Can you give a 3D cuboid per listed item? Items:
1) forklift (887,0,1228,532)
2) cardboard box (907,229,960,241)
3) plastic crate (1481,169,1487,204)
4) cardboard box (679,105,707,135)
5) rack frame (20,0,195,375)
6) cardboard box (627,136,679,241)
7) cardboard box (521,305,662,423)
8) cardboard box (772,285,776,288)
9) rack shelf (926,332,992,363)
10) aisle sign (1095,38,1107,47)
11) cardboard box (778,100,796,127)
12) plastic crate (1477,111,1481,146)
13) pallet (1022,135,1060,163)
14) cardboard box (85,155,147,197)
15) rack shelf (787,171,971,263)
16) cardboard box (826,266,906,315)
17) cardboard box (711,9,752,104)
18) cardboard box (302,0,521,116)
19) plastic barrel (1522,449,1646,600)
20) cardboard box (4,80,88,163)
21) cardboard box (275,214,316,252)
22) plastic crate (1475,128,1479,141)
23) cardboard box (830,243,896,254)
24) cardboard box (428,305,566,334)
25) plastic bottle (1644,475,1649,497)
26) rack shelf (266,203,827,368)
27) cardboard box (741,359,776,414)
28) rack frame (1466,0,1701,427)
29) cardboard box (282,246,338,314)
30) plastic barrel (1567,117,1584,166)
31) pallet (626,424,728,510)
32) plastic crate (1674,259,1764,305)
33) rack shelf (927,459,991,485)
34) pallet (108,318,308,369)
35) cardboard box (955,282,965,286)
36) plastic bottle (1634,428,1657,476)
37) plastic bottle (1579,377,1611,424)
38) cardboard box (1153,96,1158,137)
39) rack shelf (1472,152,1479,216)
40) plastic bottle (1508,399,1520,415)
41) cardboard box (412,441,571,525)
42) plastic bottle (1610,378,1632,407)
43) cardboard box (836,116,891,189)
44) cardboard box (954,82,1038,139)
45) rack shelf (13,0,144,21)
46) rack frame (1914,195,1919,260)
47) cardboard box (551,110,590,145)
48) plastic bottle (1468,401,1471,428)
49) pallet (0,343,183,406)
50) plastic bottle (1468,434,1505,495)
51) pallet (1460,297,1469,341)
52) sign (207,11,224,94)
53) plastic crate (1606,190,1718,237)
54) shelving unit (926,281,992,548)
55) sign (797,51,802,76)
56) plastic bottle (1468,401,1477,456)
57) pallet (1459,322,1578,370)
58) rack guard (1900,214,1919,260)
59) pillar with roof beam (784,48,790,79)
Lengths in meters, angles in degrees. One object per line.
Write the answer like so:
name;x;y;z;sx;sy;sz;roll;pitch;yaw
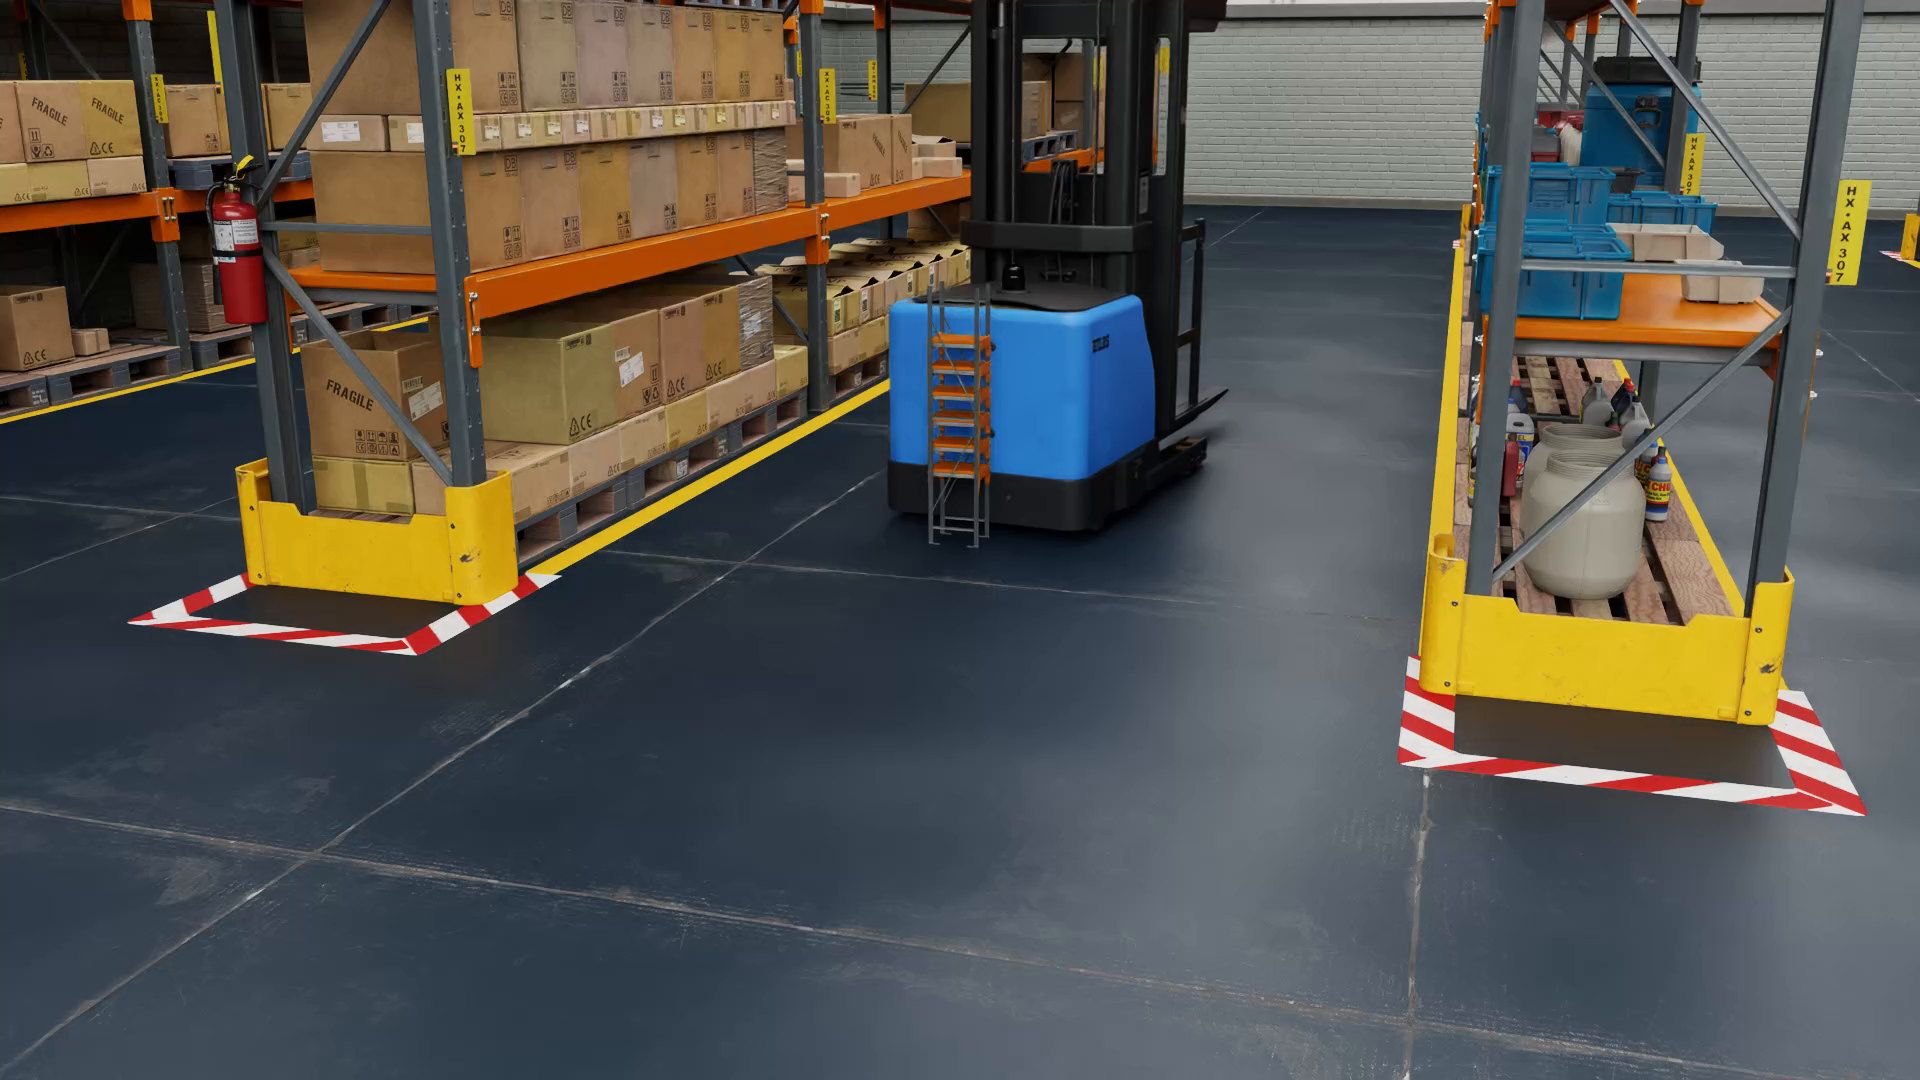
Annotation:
forklift;0.725;-1.806;8.826;1.130;2.935;3.031;7;17;24
cardboard box;-0.167;-2.629;15.376;0.500;0.500;0.500;5;17;18
plastic crate;3.628;-2.301;10.833;0.450;0.188;0.662;5;16;16
cardboard box;-1.579;-2.251;8.896;0.380;0.149;0.250;5;17;17
rack frame;-6.095;-2.694;11.830;1.000;3.000;0.127;5;16;16
cardboard box;-1.899;-1.839;8.631;0.700;0.500;0.500;5;17;18
cardboard box;-1.846;-0.890;8.365;0.500;0.500;0.500;5;16;16
cardboard box;-1.505;-1.588;11.172;0.500;0.311;0.500;5;16;16
rack shelf;-0.004;-0.877;7.566;0.258;0.103;0.180;5;16;16
aisle sign;1.803;-6.741;21.336;0.394;0.787;0.004;5;16;16
cardboard box;-1.217;-2.583;10.067;0.380;0.149;0.250;5;16;16
plastic crate;5.482;-4.188;17.018;0.392;0.384;0.575;5;16;16
pallet;0.340;-3.774;15.989;1.003;0.211;1.213;5;16;16
cardboard box;-5.939;-2.484;11.328;0.500;0.250;0.500;5;16;16
rack shelf;-0.776;-2.488;12.422;1.077;0.370;4.000;5;16;16
cardboard box;-0.695;-1.814;11.971;0.500;0.311;0.500;4;16;14
cardboard box;-1.607;-2.734;9.411;0.700;0.500;0.500;5;16;16
cardboard box;-2.322;-2.071;7.074;0.700;0.500;0.500;5;16;16
plastic barrel;2.380;-0.062;6.342;0.421;0.512;0.421;0;16;0
cardboard box;-6.069;-2.713;10.762;0.500;0.500;0.500;5;16;16
cardboard box;-5.636;-2.509;13.580;0.500;0.250;0.500;4;16;14
plastic crate;6.064;-4.673;19.181;0.250;0.136;0.298;5;16;16
cardboard box;-0.780;-2.254;13.520;0.500;0.311;0.500;4;16;14
cardboard box;-2.344;-0.930;8.507;0.500;0.500;0.500;5;16;16
plastic bottle;3.110;-0.222;7.436;0.097;0.201;0.097;0;16;0
rack shelf;-1.913;-1.441;8.732;1.077;0.370;4.000;5;16;16
cardboard box;-1.419;-0.921;9.851;0.500;0.250;0.500;5;16;16
rack frame;3.403;-1.926;9.121;1.000;3.000;0.127;5;16;16
cardboard box;-5.620;-2.166;13.744;0.700;0.500;0.500;5;17;17
plastic barrel;4.094;-2.416;10.602;0.433;0.535;0.433;0;16;0
pallet;-1.956;-0.444;9.008;1.003;0.211;1.213;5;16;16
plastic crate;2.829;-0.961;6.205;0.298;0.136;0.250;5;16;16
rack shelf;-0.004;-0.300;7.730;0.258;0.103;0.180;5;16;16
pallet;-5.875;-1.556;12.929;1.003;0.211;1.213;5;16;16
cardboard box;-0.267;-1.945;13.458;0.500;0.250;0.500;4;16;15
plastic bottle;3.264;-0.397;7.926;0.097;0.271;0.097;0;16;0
plastic bottle;3.358;-0.683;8.789;0.144;0.351;0.185;5;16;16
cardboard box;2.199;-5.360;21.046;0.500;0.500;0.500;5;17;18
rack shelf;5.108;-3.149;14.753;1.077;0.370;4.000;5;16;16
plastic bottle;2.851;-0.598;8.635;0.097;0.271;0.097;0;16;0
cardboard box;-2.116;-0.266;7.541;0.500;0.250;0.500;5;16;16
plastic bottle;3.497;-0.672;8.750;0.144;0.351;0.185;4;16;14
cardboard box;-0.819;-2.827;12.117;0.500;0.500;0.500;5;16;16
cardboard box;0.306;-4.005;15.500;0.700;0.500;0.500;8;18;26
rack shelf;-6.664;-3.268;9.674;1.077;0.370;4.000;5;16;16
rack frame;11.562;-4.681;18.835;1.000;3.000;0.127;5;16;16
cardboard box;-1.945;-1.911;7.696;0.380;0.149;0.250;4;16;15
plastic bottle;2.864;-0.715;9.175;0.097;0.201;0.097;0;16;0
pallet;-6.252;-1.174;11.581;1.003;0.211;1.213;5;16;16
plastic bottle;2.466;-0.359;7.782;0.152;0.276;0.135;5;17;16
pallet;4.724;-1.840;13.930;1.003;0.211;1.213;5;16;16
sign;-2.998;-1.981;6.760;0.100;0.325;0.005;5;16;16
plastic crate;3.349;-1.543;8.046;0.499;0.251;0.616;5;16;16
shelving unit;-0.004;-0.573;7.652;0.258;1.200;0.189;5;16;16
sign;-2.169;-6.459;22.547;0.100;0.325;0.005;5;16;16
plastic bottle;2.636;-0.562;8.485;0.061;0.283;0.133;5;17;18
pallet;4.283;-1.431;12.487;1.003;0.211;1.213;5;16;16
rack guard;11.569;-3.485;19.199;1.175;0.500;0.348;5;16;16
pillar with roof beam;1.380;-9.159;23.629;9.100;9.000;0.400;5;16;16
